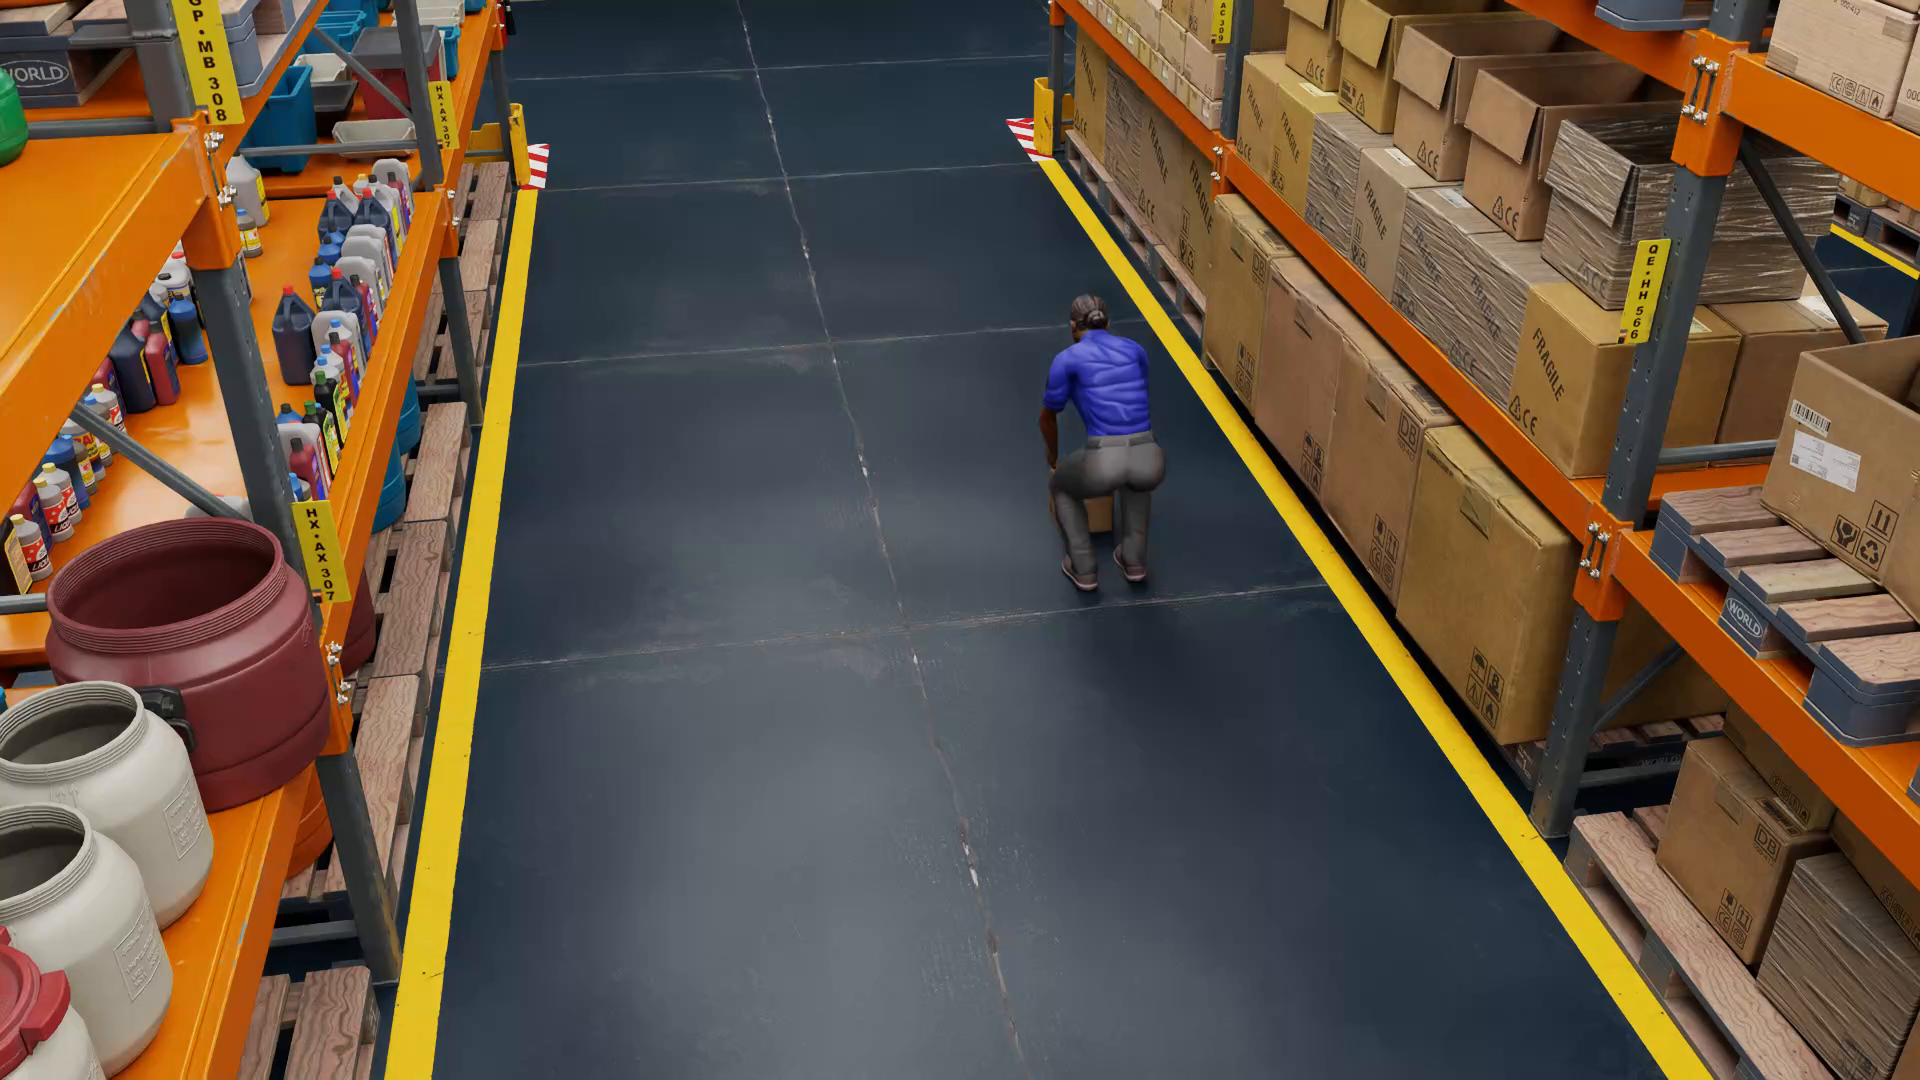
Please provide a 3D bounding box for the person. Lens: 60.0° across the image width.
[{"bbox_3d":[0.610,-0.395,7.232,0.496,1.219,0.709,-5,31,-9],"label":"person"}]
